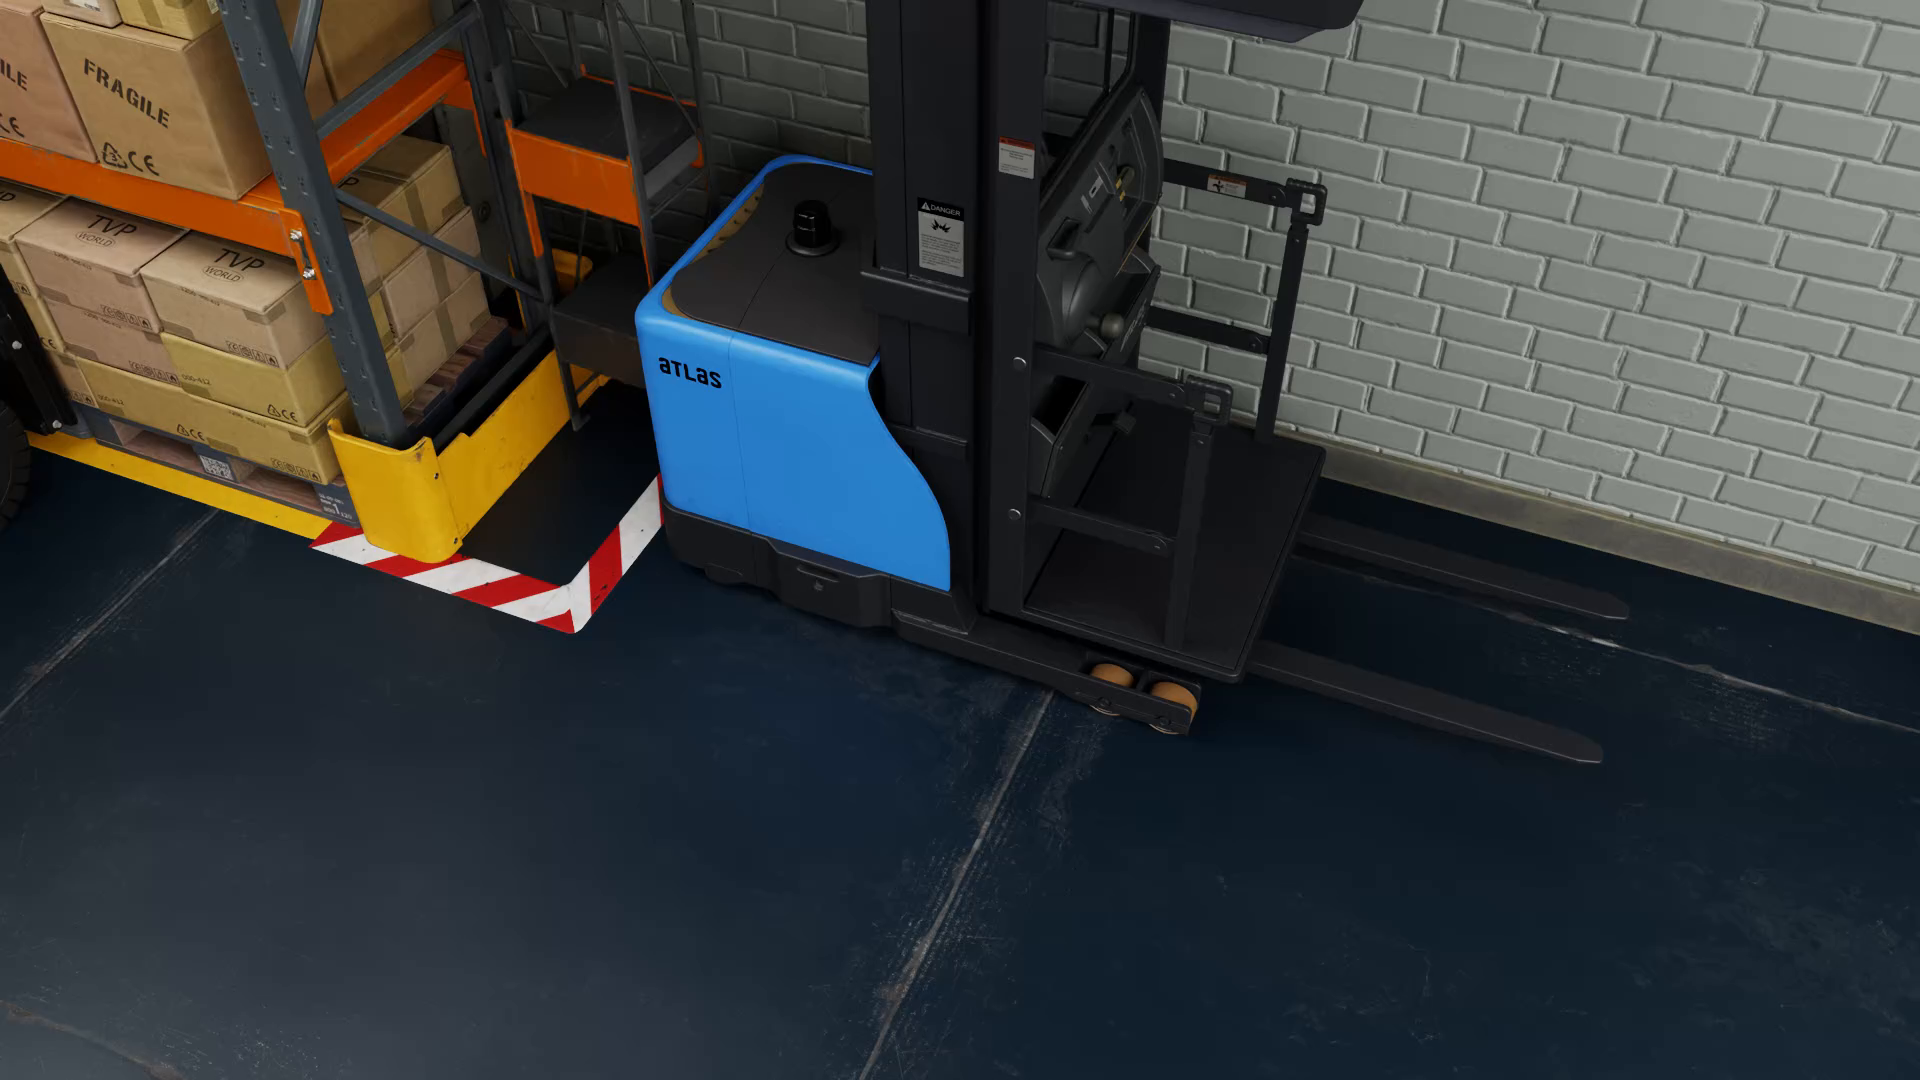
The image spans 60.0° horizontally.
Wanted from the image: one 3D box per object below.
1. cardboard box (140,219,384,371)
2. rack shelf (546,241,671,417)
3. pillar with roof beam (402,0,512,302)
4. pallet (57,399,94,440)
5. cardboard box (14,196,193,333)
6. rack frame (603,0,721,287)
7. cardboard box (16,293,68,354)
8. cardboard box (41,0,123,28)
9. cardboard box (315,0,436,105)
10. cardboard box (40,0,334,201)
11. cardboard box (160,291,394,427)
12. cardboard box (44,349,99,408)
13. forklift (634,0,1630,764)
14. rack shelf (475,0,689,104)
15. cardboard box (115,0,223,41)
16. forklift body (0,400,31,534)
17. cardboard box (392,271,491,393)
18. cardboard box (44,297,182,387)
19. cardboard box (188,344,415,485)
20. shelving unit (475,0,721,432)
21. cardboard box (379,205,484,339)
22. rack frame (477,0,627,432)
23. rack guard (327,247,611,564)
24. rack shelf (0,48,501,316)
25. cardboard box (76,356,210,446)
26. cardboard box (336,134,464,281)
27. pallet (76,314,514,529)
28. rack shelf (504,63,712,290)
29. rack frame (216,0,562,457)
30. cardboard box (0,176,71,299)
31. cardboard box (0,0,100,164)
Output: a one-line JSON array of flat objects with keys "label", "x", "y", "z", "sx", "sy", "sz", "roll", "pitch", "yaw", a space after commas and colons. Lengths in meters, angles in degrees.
[{"label": "cardboard box", "x": -2.266, "y": -0.853, "z": 5.423, "sx": 0.500, "sy": 0.250, "sz": 0.500, "roll": 18, "pitch": 48, "yaw": 17}, {"label": "rack shelf", "x": -1.120, "y": -0.690, "z": 5.963, "sx": 0.480, "sy": 0.518, "sz": 0.431, "roll": 20, "pitch": 48, "yaw": 20}, {"label": "pillar with roof beam", "x": -3.674, "y": -1.502, "z": 0.880, "sx": 0.400, "sy": 9.000, "sz": 9.100, "roll": 16, "pitch": 47, "yaw": 16}, {"label": "pallet", "x": -3.564, "y": -0.927, "z": 6.531, "sx": 1.213, "sy": 0.211, "sz": 1.003, "roll": 16, "pitch": 47, "yaw": 16}, {"label": "cardboard box", "x": -2.739, "y": -0.988, "z": 5.559, "sx": 0.500, "sy": 0.250, "sz": 0.500, "roll": 17, "pitch": 47, "yaw": 17}, {"label": "rack frame", "x": -0.911, "y": -1.122, "z": 5.380, "sx": 0.015, "sy": 2.100, "sz": 0.400, "roll": 20, "pitch": 48, "yaw": 20}, {"label": "cardboard box", "x": -3.233, "y": -0.952, "z": 5.877, "sx": 0.500, "sy": 0.250, "sz": 0.500, "roll": 15, "pitch": 47, "yaw": 15}, {"label": "cardboard box", "x": -2.396, "y": -1.629, "z": 4.730, "sx": 0.250, "sy": 0.149, "sz": 0.380, "roll": 17, "pitch": 47, "yaw": 16}, {"label": "cardboard box", "x": -2.071, "y": -1.753, "z": 5.314, "sx": 0.500, "sy": 0.500, "sz": 0.500, "roll": 18, "pitch": 48, "yaw": 17}, {"label": "cardboard box", "x": -2.276, "y": -1.400, "z": 4.960, "sx": 0.500, "sy": 0.500, "sz": 0.500, "roll": 15, "pitch": 47, "yaw": 15}, {"label": "cardboard box", "x": -2.290, "y": -0.682, "z": 5.606, "sx": 0.500, "sy": 0.250, "sz": 0.500, "roll": 16, "pitch": 47, "yaw": 15}, {"label": "cardboard box", "x": -3.189, "y": -0.781, "z": 6.060, "sx": 0.500, "sy": 0.250, "sz": 0.500, "roll": 17, "pitch": 47, "yaw": 16}, {"label": "forklift", "x": 0.580, "y": -0.868, "z": 4.544, "sx": 3.031, "sy": 2.935, "sz": 1.130, "roll": 16, "pitch": 47, "yaw": 16}, {"label": "rack shelf", "x": -1.135, "y": -1.688, "z": 4.980, "sx": 0.480, "sy": 0.518, "sz": 0.431, "roll": 20, "pitch": 48, "yaw": 20}, {"label": "cardboard box", "x": -2.148, "y": -1.579, "z": 4.680, "sx": 0.250, "sy": 0.149, "sz": 0.380, "roll": 17, "pitch": 47, "yaw": 16}, {"label": "forklift body", "x": -4.173, "y": -0.429, "z": 4.656, "sx": 1.214, "sy": 2.155, "sz": 2.313, "roll": 16, "pitch": 47, "yaw": 16}, {"label": "cardboard box", "x": -2.099, "y": -0.837, "z": 6.116, "sx": 0.500, "sy": 0.250, "sz": 0.500, "roll": 17, "pitch": 47, "yaw": 16}, {"label": "cardboard box", "x": -2.749, "y": -0.826, "z": 5.750, "sx": 0.500, "sy": 0.250, "sz": 0.500, "roll": 16, "pitch": 47, "yaw": 15}, {"label": "cardboard box", "x": -2.276, "y": -0.498, "z": 5.776, "sx": 0.500, "sy": 0.250, "sz": 0.500, "roll": 17, "pitch": 47, "yaw": 16}, {"label": "shelving unit", "x": -1.128, "y": -1.199, "z": 5.462, "sx": 0.503, "sy": 2.100, "sz": 0.431, "roll": 20, "pitch": 48, "yaw": 20}, {"label": "cardboard box", "x": -2.074, "y": -1.017, "z": 5.942, "sx": 0.500, "sy": 0.250, "sz": 0.500, "roll": 17, "pitch": 47, "yaw": 17}, {"label": "rack frame", "x": -1.344, "y": -1.276, "z": 5.543, "sx": 0.015, "sy": 2.100, "sz": 0.400, "roll": 20, "pitch": 48, "yaw": 20}, {"label": "rack guard", "x": -1.698, "y": -0.510, "z": 5.908, "sx": 0.348, "sy": 0.500, "sz": 1.175, "roll": 16, "pitch": 47, "yaw": 16}, {"label": "rack shelf", "x": -3.566, "y": -1.690, "z": 5.832, "sx": 4.000, "sy": 0.370, "sz": 1.077, "roll": 16, "pitch": 47, "yaw": 16}, {"label": "cardboard box", "x": -2.731, "y": -0.640, "z": 5.918, "sx": 0.500, "sy": 0.250, "sz": 0.500, "roll": 16, "pitch": 47, "yaw": 16}, {"label": "cardboard box", "x": -2.091, "y": -1.185, "z": 5.757, "sx": 0.500, "sy": 0.250, "sz": 0.500, "roll": 16, "pitch": 47, "yaw": 15}, {"label": "pallet", "x": -2.442, "y": -0.594, "z": 6.197, "sx": 1.213, "sy": 0.211, "sz": 1.003, "roll": 16, "pitch": 47, "yaw": 16}, {"label": "rack shelf", "x": -1.128, "y": -1.189, "z": 5.471, "sx": 0.480, "sy": 0.518, "sz": 0.431, "roll": 20, "pitch": 48, "yaw": 20}, {"label": "rack frame", "x": -1.720, "y": -1.402, "z": 5.033, "sx": 0.127, "sy": 3.000, "sz": 1.000, "roll": 16, "pitch": 47, "yaw": 16}, {"label": "cardboard box", "x": -3.209, "y": -1.118, "z": 5.690, "sx": 0.500, "sy": 0.250, "sz": 0.500, "roll": 17, "pitch": 47, "yaw": 16}, {"label": "cardboard box", "x": -2.751, "y": -1.547, "z": 5.108, "sx": 0.500, "sy": 0.500, "sz": 0.500, "roll": 18, "pitch": 48, "yaw": 17}]
